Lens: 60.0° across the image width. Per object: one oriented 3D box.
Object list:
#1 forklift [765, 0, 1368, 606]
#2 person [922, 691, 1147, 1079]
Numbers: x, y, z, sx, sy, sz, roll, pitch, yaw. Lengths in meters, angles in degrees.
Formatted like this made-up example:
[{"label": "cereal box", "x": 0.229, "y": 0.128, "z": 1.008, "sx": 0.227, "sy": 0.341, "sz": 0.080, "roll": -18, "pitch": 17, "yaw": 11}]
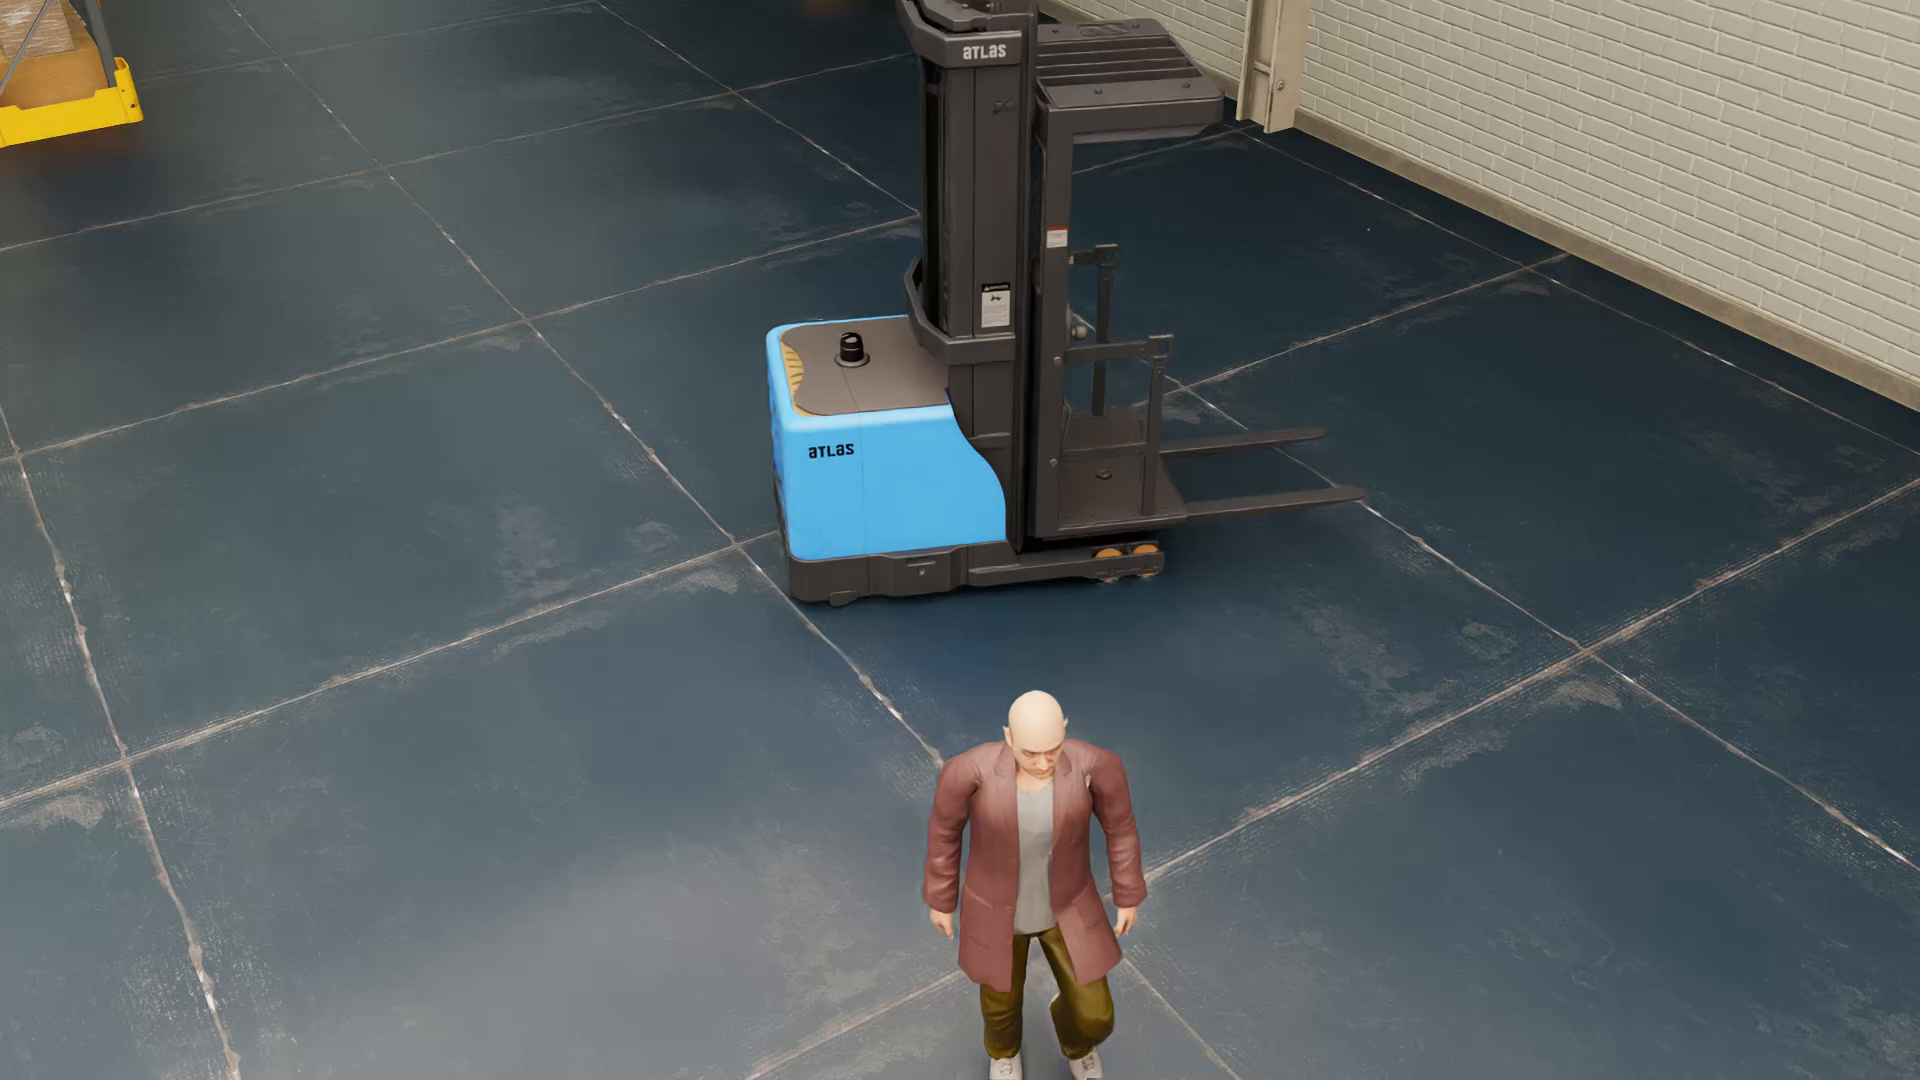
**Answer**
[{"label": "forklift", "x": 0.576, "y": -1.282, "z": 7.973, "sx": 3.031, "sy": 2.935, "sz": 1.130, "roll": -6, "pitch": 36, "yaw": -9}, {"label": "person", "x": 0.248, "y": 1.222, "z": 5.437, "sx": 0.735, "sy": 1.767, "sz": 0.497, "roll": -3, "pitch": 35, "yaw": -4}]
